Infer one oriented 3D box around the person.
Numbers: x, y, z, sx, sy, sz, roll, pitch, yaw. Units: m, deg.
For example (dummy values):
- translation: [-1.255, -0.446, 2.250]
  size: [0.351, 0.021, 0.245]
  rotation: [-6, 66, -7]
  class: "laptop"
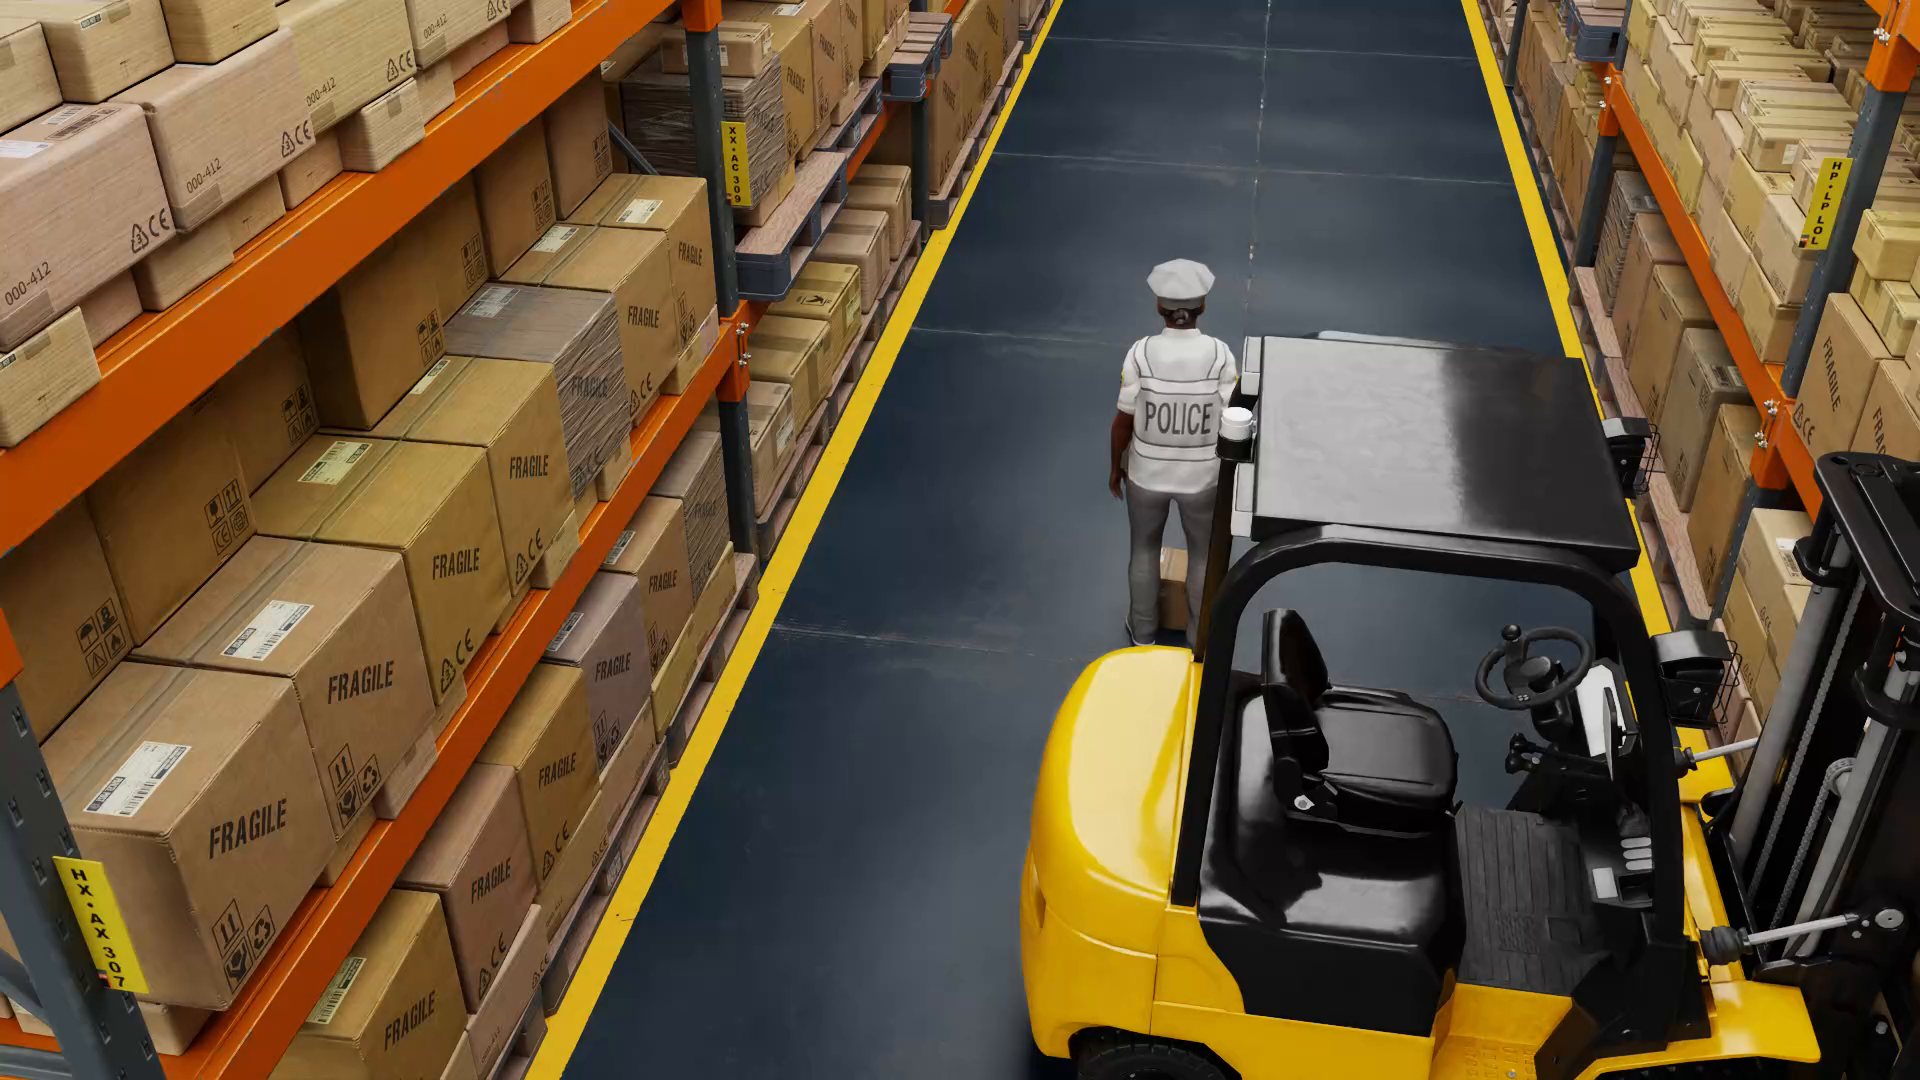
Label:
- translation: [0.855, -0.269, 6.562]
  size: [0.532, 1.656, 0.419]
  rotation: [4, 33, 6]
  class: "person"
